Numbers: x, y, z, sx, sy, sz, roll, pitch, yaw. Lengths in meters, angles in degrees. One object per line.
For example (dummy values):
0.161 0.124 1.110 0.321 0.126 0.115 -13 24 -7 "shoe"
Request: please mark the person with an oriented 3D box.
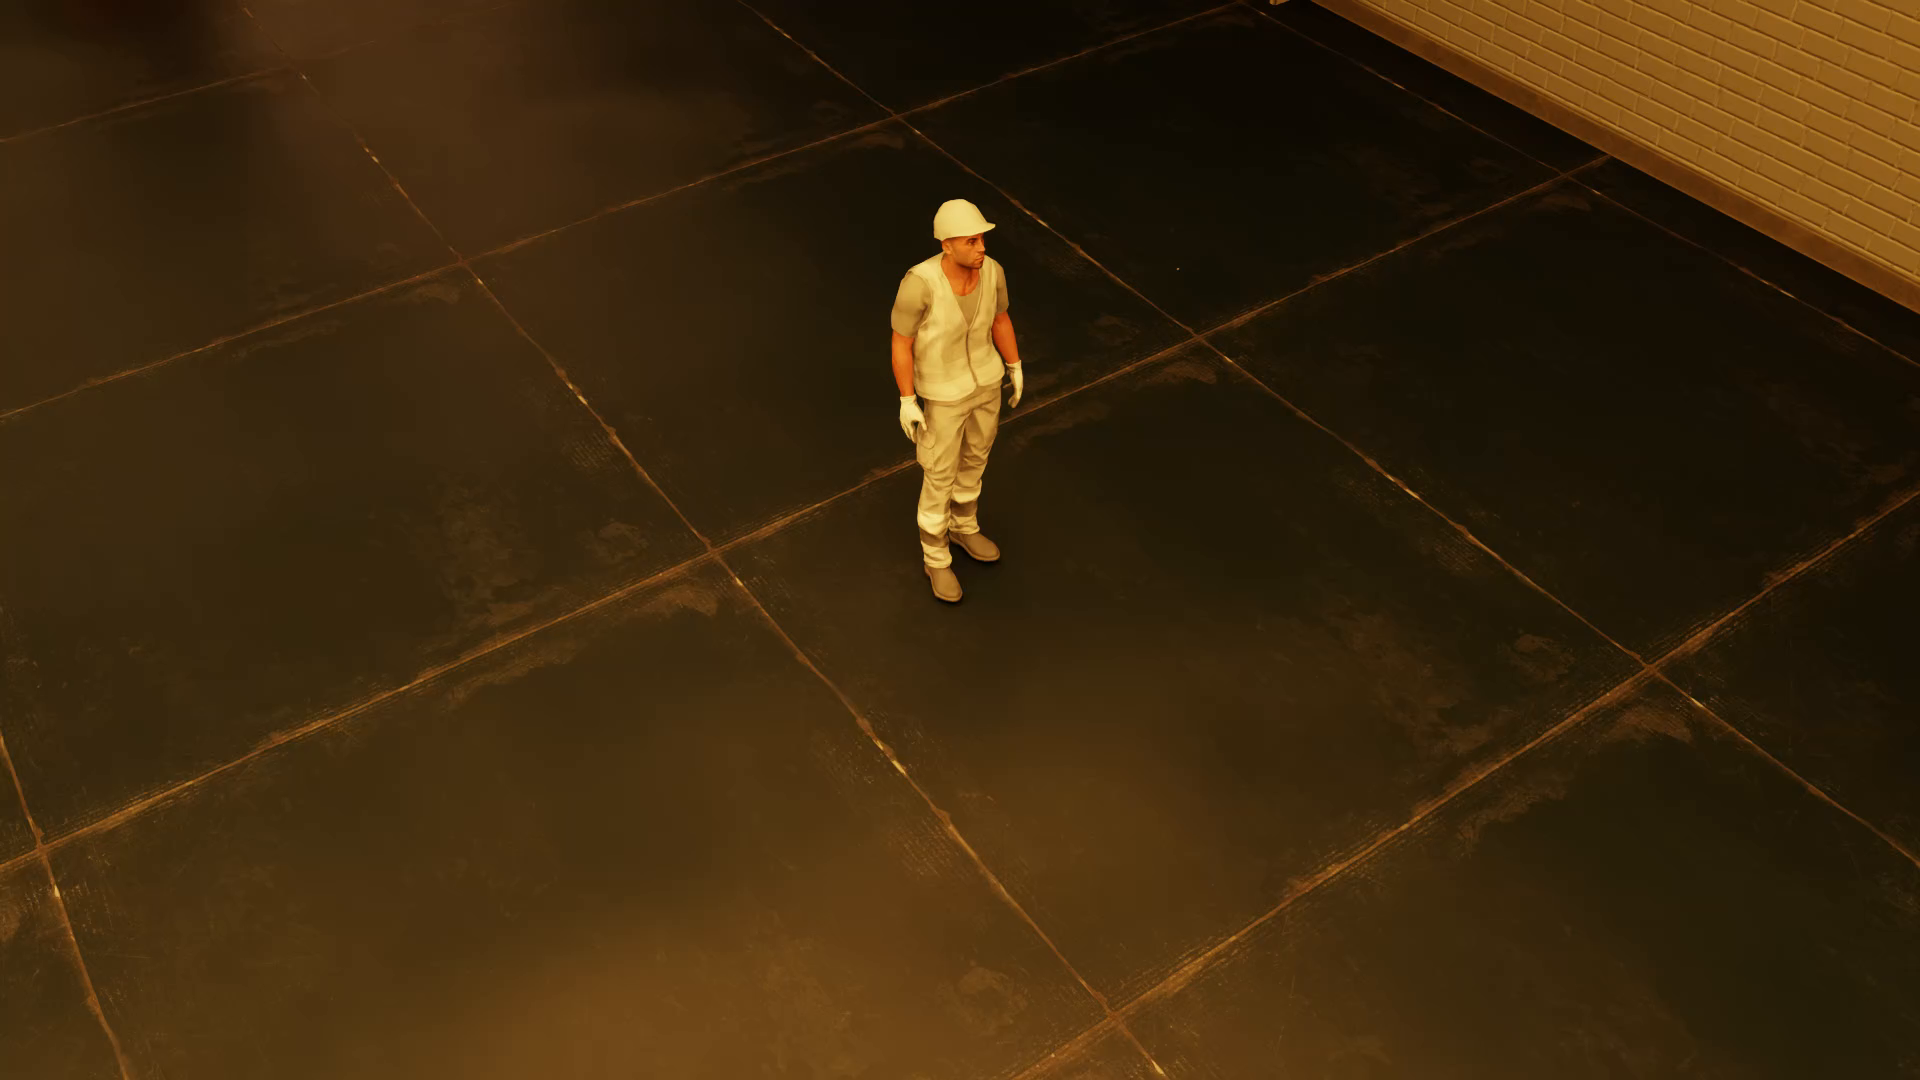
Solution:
0.035 -0.614 7.213 0.637 1.787 0.564 -25 48 -25 "person"
